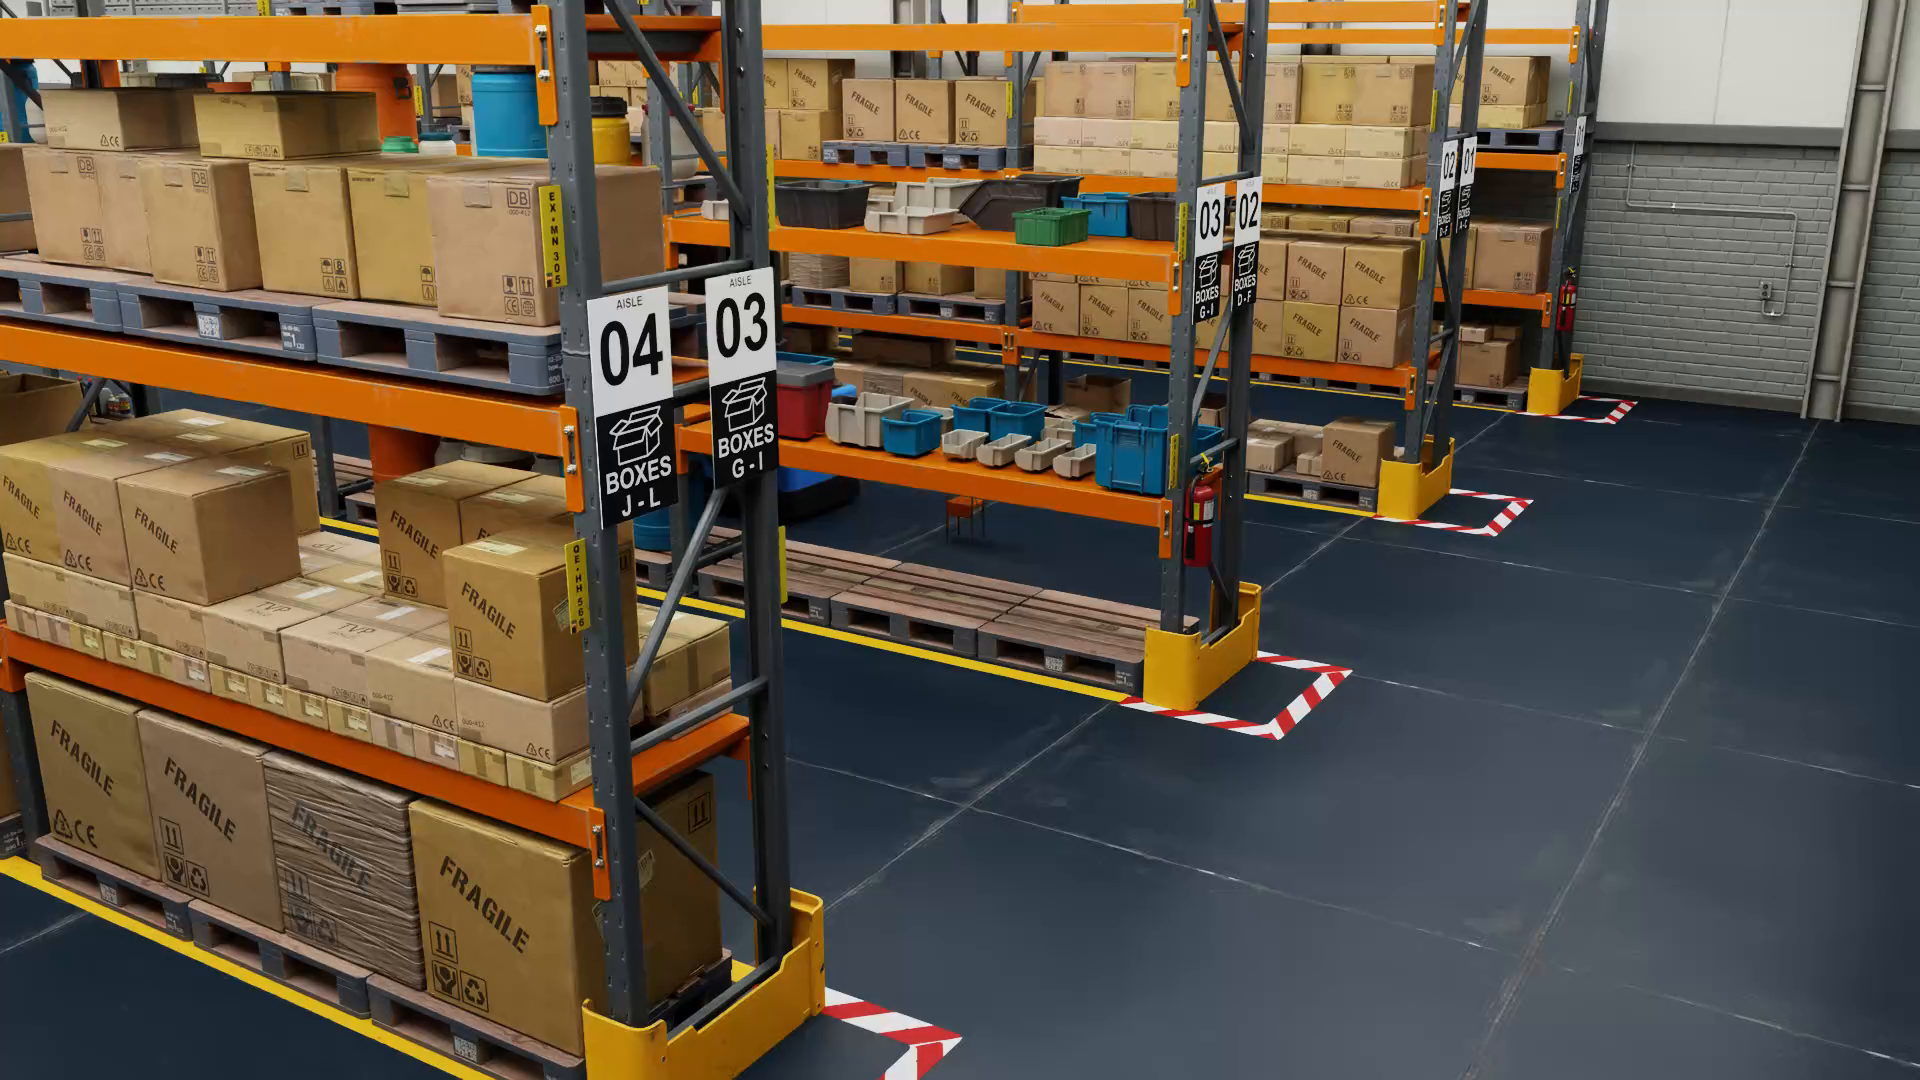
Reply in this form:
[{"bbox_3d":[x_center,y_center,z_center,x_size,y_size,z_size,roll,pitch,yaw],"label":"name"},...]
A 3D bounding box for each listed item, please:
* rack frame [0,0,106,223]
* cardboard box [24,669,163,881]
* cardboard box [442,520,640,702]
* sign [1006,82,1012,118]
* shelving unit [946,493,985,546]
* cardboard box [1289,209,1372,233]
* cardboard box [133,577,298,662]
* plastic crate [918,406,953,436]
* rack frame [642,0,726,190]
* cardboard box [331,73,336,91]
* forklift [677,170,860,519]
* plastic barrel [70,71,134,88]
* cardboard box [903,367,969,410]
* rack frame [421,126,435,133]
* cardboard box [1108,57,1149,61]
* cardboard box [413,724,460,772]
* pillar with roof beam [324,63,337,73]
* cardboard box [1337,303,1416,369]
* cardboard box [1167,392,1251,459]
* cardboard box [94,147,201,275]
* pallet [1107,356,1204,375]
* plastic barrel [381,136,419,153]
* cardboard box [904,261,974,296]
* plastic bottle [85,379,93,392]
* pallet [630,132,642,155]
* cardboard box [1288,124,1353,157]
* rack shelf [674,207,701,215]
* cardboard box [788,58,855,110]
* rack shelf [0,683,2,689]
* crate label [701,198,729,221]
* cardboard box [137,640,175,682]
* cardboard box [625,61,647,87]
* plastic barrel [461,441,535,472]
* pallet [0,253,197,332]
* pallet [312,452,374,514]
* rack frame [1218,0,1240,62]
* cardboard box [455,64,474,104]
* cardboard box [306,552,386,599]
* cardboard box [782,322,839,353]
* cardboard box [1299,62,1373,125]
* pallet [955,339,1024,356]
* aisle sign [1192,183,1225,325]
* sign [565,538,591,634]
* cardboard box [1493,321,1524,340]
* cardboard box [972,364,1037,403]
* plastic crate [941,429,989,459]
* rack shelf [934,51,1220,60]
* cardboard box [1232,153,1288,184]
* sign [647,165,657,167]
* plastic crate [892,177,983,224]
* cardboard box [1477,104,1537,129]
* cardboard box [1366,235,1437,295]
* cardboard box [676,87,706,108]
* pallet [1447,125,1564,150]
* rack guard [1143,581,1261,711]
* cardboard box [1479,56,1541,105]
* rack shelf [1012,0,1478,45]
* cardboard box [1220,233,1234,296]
[{"bbox_3d":[-4.441,-2.783,7.560,0.127,3.000,1.000,10,20,30],"label":"rack frame"},{"bbox_3d":[-3.920,1.024,8.284,0.875,0.875,0.875,10,20,30],"label":"cardboard box"},{"bbox_3d":[-1.585,0.258,6.328,0.500,0.500,0.500,10,20,31],"label":"cardboard box"},{"bbox_3d":[0.460,-4.098,15.484,0.005,0.325,0.100,10,20,30],"label":"sign"},{"bbox_3d":[0.046,-0.494,13.702,0.252,1.050,0.215,10,20,30],"label":"shelving unit"},{"bbox_3d":[4.409,-3.537,19.849,0.700,0.700,0.980,10,19,29],"label":"cardboard box"},{"bbox_3d":[-3.312,0.308,7.453,0.500,0.250,0.500,11,20,31],"label":"cardboard box"},{"bbox_3d":[-0.207,-0.851,11.873,0.466,0.136,0.293,10,20,30],"label":"plastic crate"},{"bbox_3d":[-1.849,-4.009,11.598,0.127,3.000,1.000,10,20,30],"label":"rack frame"},{"bbox_3d":[-7.407,-5.616,20.908,0.637,0.503,0.797,13,21,36],"label":"cardboard box"},{"bbox_3d":[-2.413,-1.873,15.004,3.031,2.935,1.130,11,20,32],"label":"forklift"},{"bbox_3d":[-8.119,-4.007,15.889,0.708,0.901,0.600,10,20,30],"label":"plastic barrel"},{"bbox_3d":[-0.240,-1.461,17.074,0.500,0.500,0.500,10,20,30],"label":"cardboard box"},{"bbox_3d":[-6.070,-3.582,20.513,0.127,3.000,1.000,10,20,30],"label":"rack frame"},{"bbox_3d":[2.177,-5.892,20.736,0.500,0.250,0.500,9,19,28],"label":"cardboard box"},{"bbox_3d":[-1.945,0.766,6.631,0.250,0.149,0.380,10,20,30],"label":"cardboard box"},{"bbox_3d":[-13.206,-8.243,25.534,0.400,9.000,9.100,10,20,30],"label":"pillar with roof beam"},{"bbox_3d":[3.631,-1.805,14.492,0.500,0.500,0.500,11,20,32],"label":"cardboard box"},{"bbox_3d":[2.351,-1.097,15.869,0.637,0.503,0.797,10,20,30],"label":"cardboard box"},{"bbox_3d":[-3.286,-1.457,7.290,0.500,0.500,0.700,11,20,33],"label":"cardboard box"},{"bbox_3d":[2.639,-2.357,21.278,1.213,0.211,1.003,10,20,30],"label":"pallet"},{"bbox_3d":[-4.474,-3.091,13.280,0.294,0.245,0.294,0,17,0],"label":"plastic barrel"},{"bbox_3d":[-0.159,-2.830,17.143,0.500,0.500,0.700,14,22,39],"label":"cardboard box"},{"bbox_3d":[-9.136,-1.524,17.540,0.185,0.351,0.144,11,20,32],"label":"plastic bottle"},{"bbox_3d":[-3.287,-4.400,18.368,1.003,0.211,1.213,11,20,33],"label":"pallet"},{"bbox_3d":[3.158,-3.450,14.316,0.500,0.250,0.500,10,20,30],"label":"cardboard box"},{"bbox_3d":[-3.553,-2.534,13.140,4.000,0.370,1.077,10,20,30],"label":"rack shelf"},{"bbox_3d":[-1.424,-4.712,17.180,0.500,0.500,0.500,10,20,30],"label":"cardboard box"},{"bbox_3d":[-6.145,0.128,9.538,4.000,0.370,1.077,10,20,30],"label":"rack shelf"},{"bbox_3d":[-1.583,-2.302,11.592,0.466,0.136,0.293,10,20,30],"label":"crate label"},{"bbox_3d":[-3.471,0.494,7.528,0.250,0.149,0.380,10,19,29],"label":"cardboard box"},{"bbox_3d":[-4.525,-6.871,24.252,0.500,0.500,0.500,11,20,33],"label":"cardboard box"},{"bbox_3d":[-3.869,-0.553,13.966,0.708,0.588,0.600,10,20,30],"label":"plastic barrel"},{"bbox_3d":[-3.749,-1.178,7.590,1.213,0.211,1.003,10,20,30],"label":"pallet"},{"bbox_3d":[-5.897,-0.541,15.298,1.213,0.211,1.003,10,20,30],"label":"pallet"},{"bbox_3d":[3.336,-6.463,19.676,0.127,3.000,1.000,10,20,30],"label":"rack frame"},{"bbox_3d":[-5.565,-5.402,19.587,0.500,0.500,0.500,10,20,31],"label":"cardboard box"},{"bbox_3d":[-2.620,0.253,7.634,0.500,0.250,0.500,10,19,29],"label":"cardboard box"},{"bbox_3d":[-1.692,-2.255,18.398,0.500,0.250,0.500,11,20,32],"label":"cardboard box"},{"bbox_3d":[3.327,-3.889,14.471,0.500,0.500,0.700,10,20,30],"label":"cardboard box"},{"bbox_3d":[0.560,-2.728,22.500,1.213,0.211,1.003,10,20,30],"label":"pallet"},{"bbox_3d":[1.468,-1.691,9.814,0.004,0.787,0.394,10,20,30],"label":"aisle sign"},{"bbox_3d":[-1.328,0.161,5.790,0.005,0.325,0.100,10,20,30],"label":"sign"},{"bbox_3d":[6.307,-2.412,19.122,0.250,0.149,0.380,10,20,30],"label":"cardboard box"},{"bbox_3d":[0.462,-1.514,17.247,0.500,0.500,0.500,9,19,28],"label":"cardboard box"},{"bbox_3d":[0.019,-0.637,11.167,0.250,0.136,0.298,10,20,30],"label":"plastic crate"},{"bbox_3d":[1.632,-6.232,20.840,4.000,0.370,1.077,10,20,30],"label":"rack shelf"},{"bbox_3d":[2.726,-3.285,14.631,0.500,0.250,0.500,10,20,30],"label":"cardboard box"},{"bbox_3d":[-2.138,-2.443,11.585,0.005,0.325,0.100,10,20,30],"label":"sign"},{"bbox_3d":[-0.167,-2.323,11.410,0.530,0.282,0.437,10,20,30],"label":"plastic crate"},{"bbox_3d":[5.982,-4.642,18.205,0.500,0.250,0.500,11,20,32],"label":"cardboard box"},{"bbox_3d":[3.915,-2.416,14.781,0.500,0.500,0.500,11,20,32],"label":"cardboard box"},{"bbox_3d":[-4.043,-6.318,24.153,0.500,0.500,0.500,11,20,32],"label":"cardboard box"},{"bbox_3d":[6.107,-4.487,18.484,1.213,0.211,1.003,10,20,30],"label":"pallet"},{"bbox_3d":[1.587,0.666,10.829,0.348,0.500,1.175,10,20,30],"label":"rack guard"},{"bbox_3d":[5.978,-4.999,18.090,0.500,0.500,0.500,10,20,30],"label":"cardboard box"},{"bbox_3d":[2.451,-4.586,14.738,4.000,0.370,1.077,10,20,30],"label":"rack shelf"},{"bbox_3d":[2.319,-2.515,15.108,0.500,0.500,0.500,11,20,32],"label":"cardboard box"}]
